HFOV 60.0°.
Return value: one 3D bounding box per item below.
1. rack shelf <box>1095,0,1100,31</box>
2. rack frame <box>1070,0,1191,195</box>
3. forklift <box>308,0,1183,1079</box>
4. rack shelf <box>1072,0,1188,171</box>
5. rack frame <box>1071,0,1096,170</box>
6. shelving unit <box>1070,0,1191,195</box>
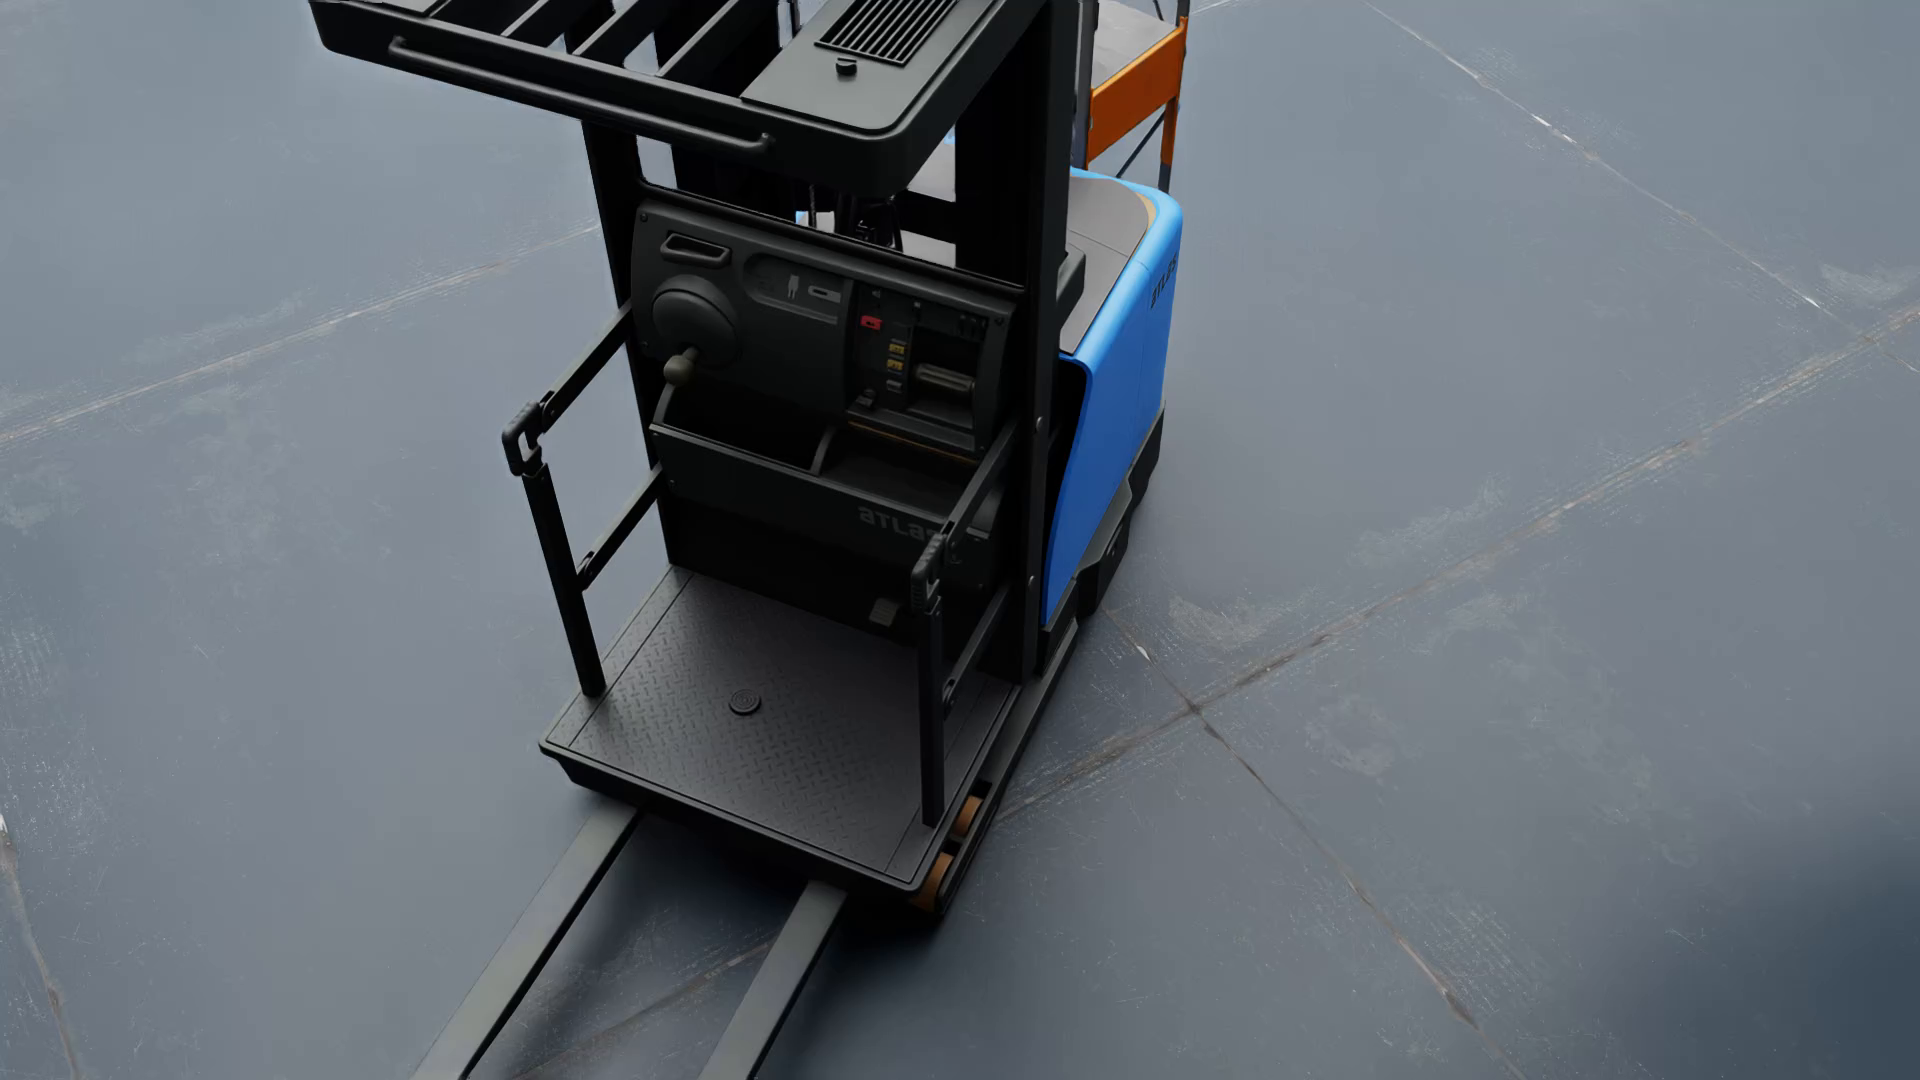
[{"bbox_3d":[0.360,-1.785,4.515,0.431,0.518,0.480,31,55,25],"label":"rack shelf"},{"bbox_3d":[0.514,-1.470,5.153,0.400,2.100,0.015,31,55,25],"label":"rack frame"},{"bbox_3d":[-0.412,-0.372,3.619,1.130,2.935,3.031,18,51,16],"label":"forklift"},{"bbox_3d":[0.360,-1.320,5.037,0.431,0.518,0.480,31,55,25],"label":"rack shelf"},{"bbox_3d":[0.206,-1.187,4.901,0.400,2.100,0.015,31,55,25],"label":"rack frame"},{"bbox_3d":[0.360,-1.329,5.027,0.431,2.100,0.503,31,55,25],"label":"shelving unit"}]
